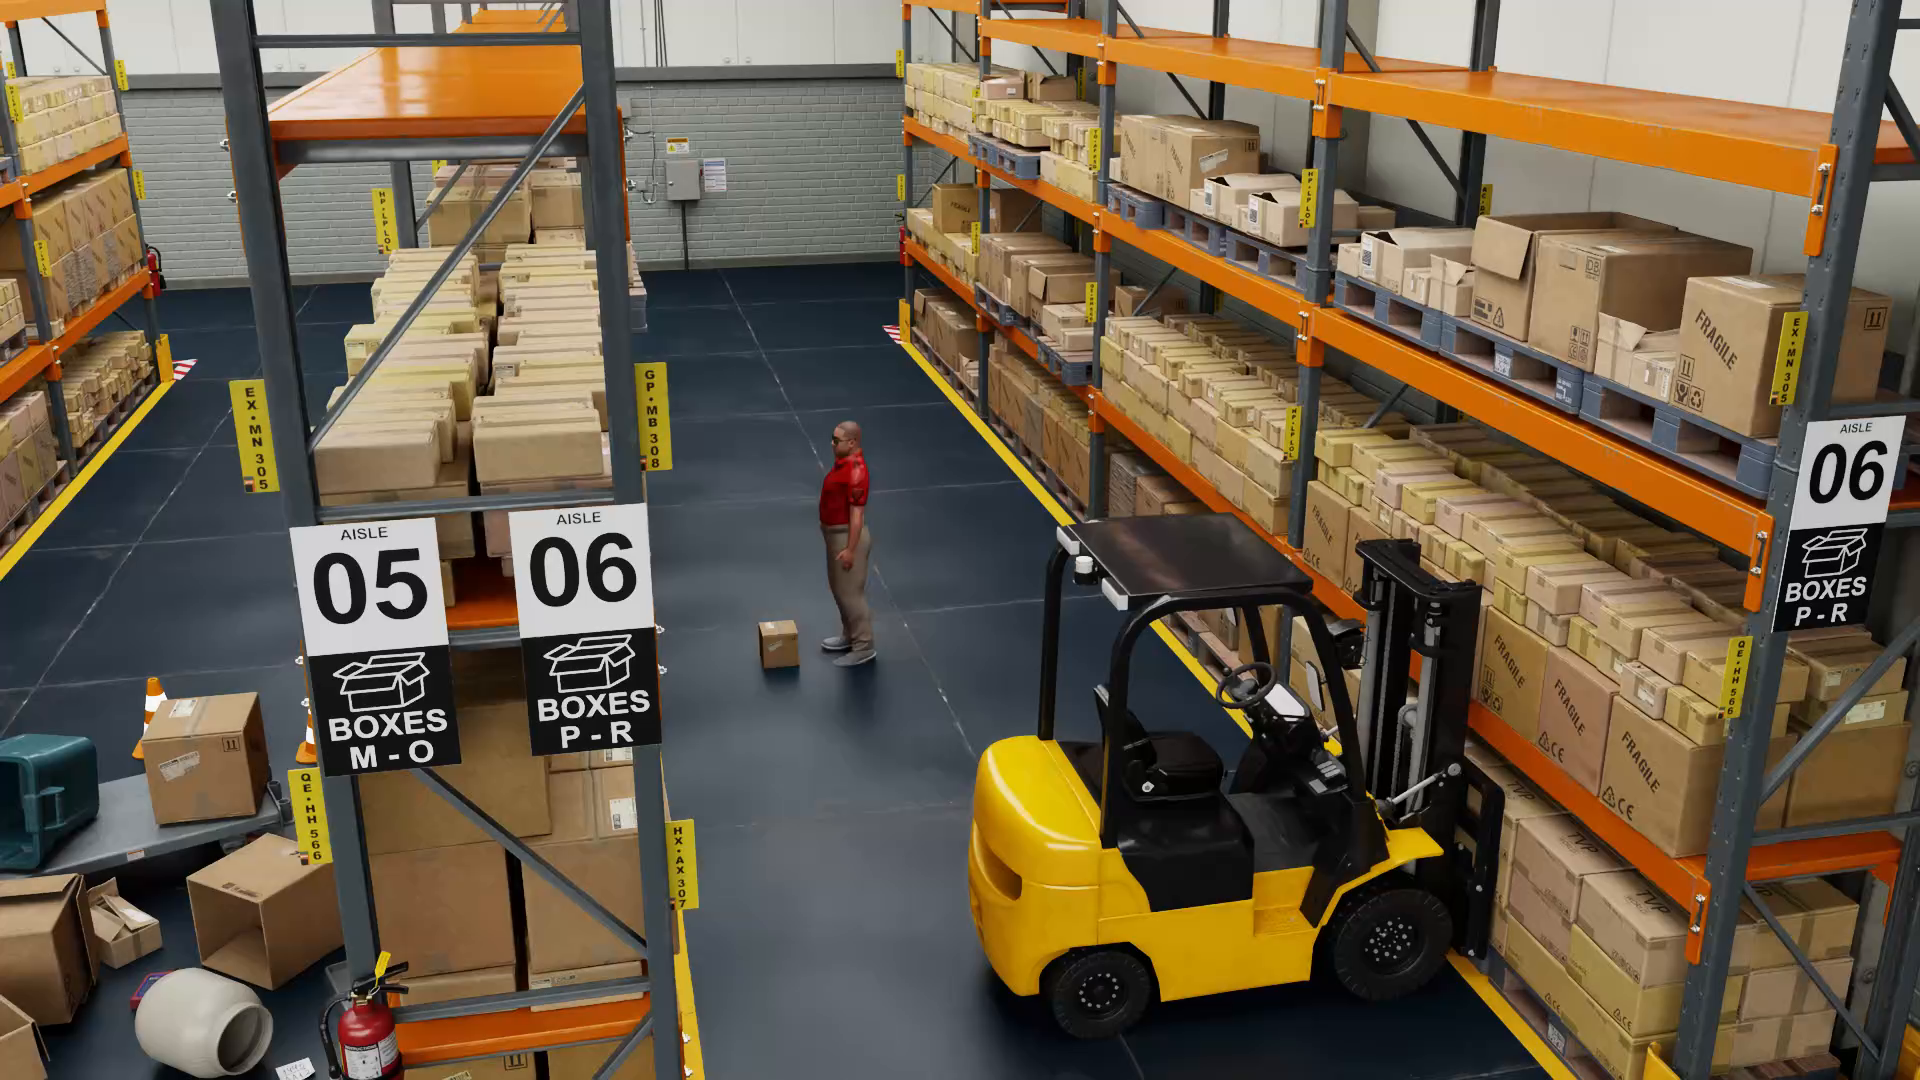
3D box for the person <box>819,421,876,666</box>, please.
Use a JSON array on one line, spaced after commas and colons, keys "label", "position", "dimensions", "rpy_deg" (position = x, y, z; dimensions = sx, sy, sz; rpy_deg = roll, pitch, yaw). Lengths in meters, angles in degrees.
[{"label": "person", "position": [-0.798, 0.023, 11.587], "dimensions": [0.372, 1.755, 0.527], "rpy_deg": [-4, 20, -11]}]
